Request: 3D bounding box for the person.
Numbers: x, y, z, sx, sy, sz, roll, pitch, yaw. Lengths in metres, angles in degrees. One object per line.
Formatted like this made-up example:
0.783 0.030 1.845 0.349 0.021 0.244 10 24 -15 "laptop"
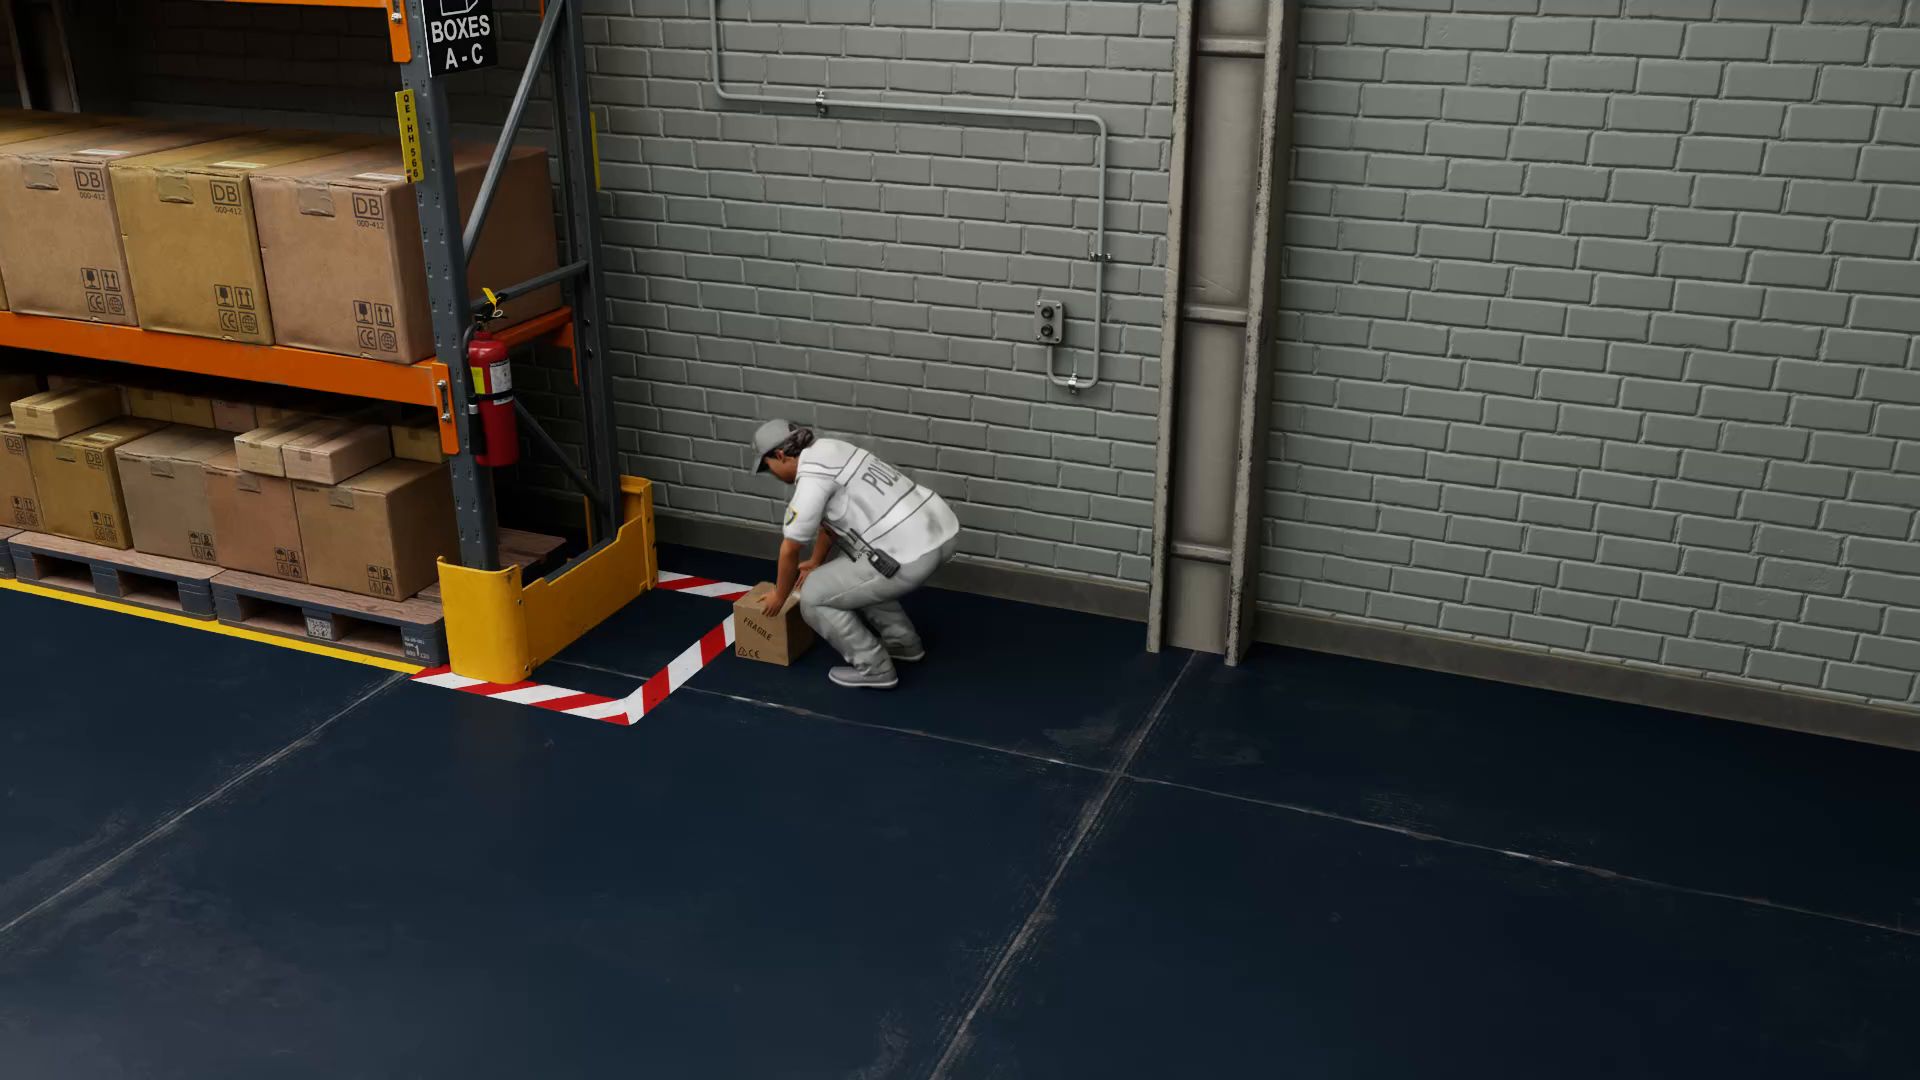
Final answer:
-0.437 0.047 6.765 0.838 1.067 0.532 9 24 20 "person"
